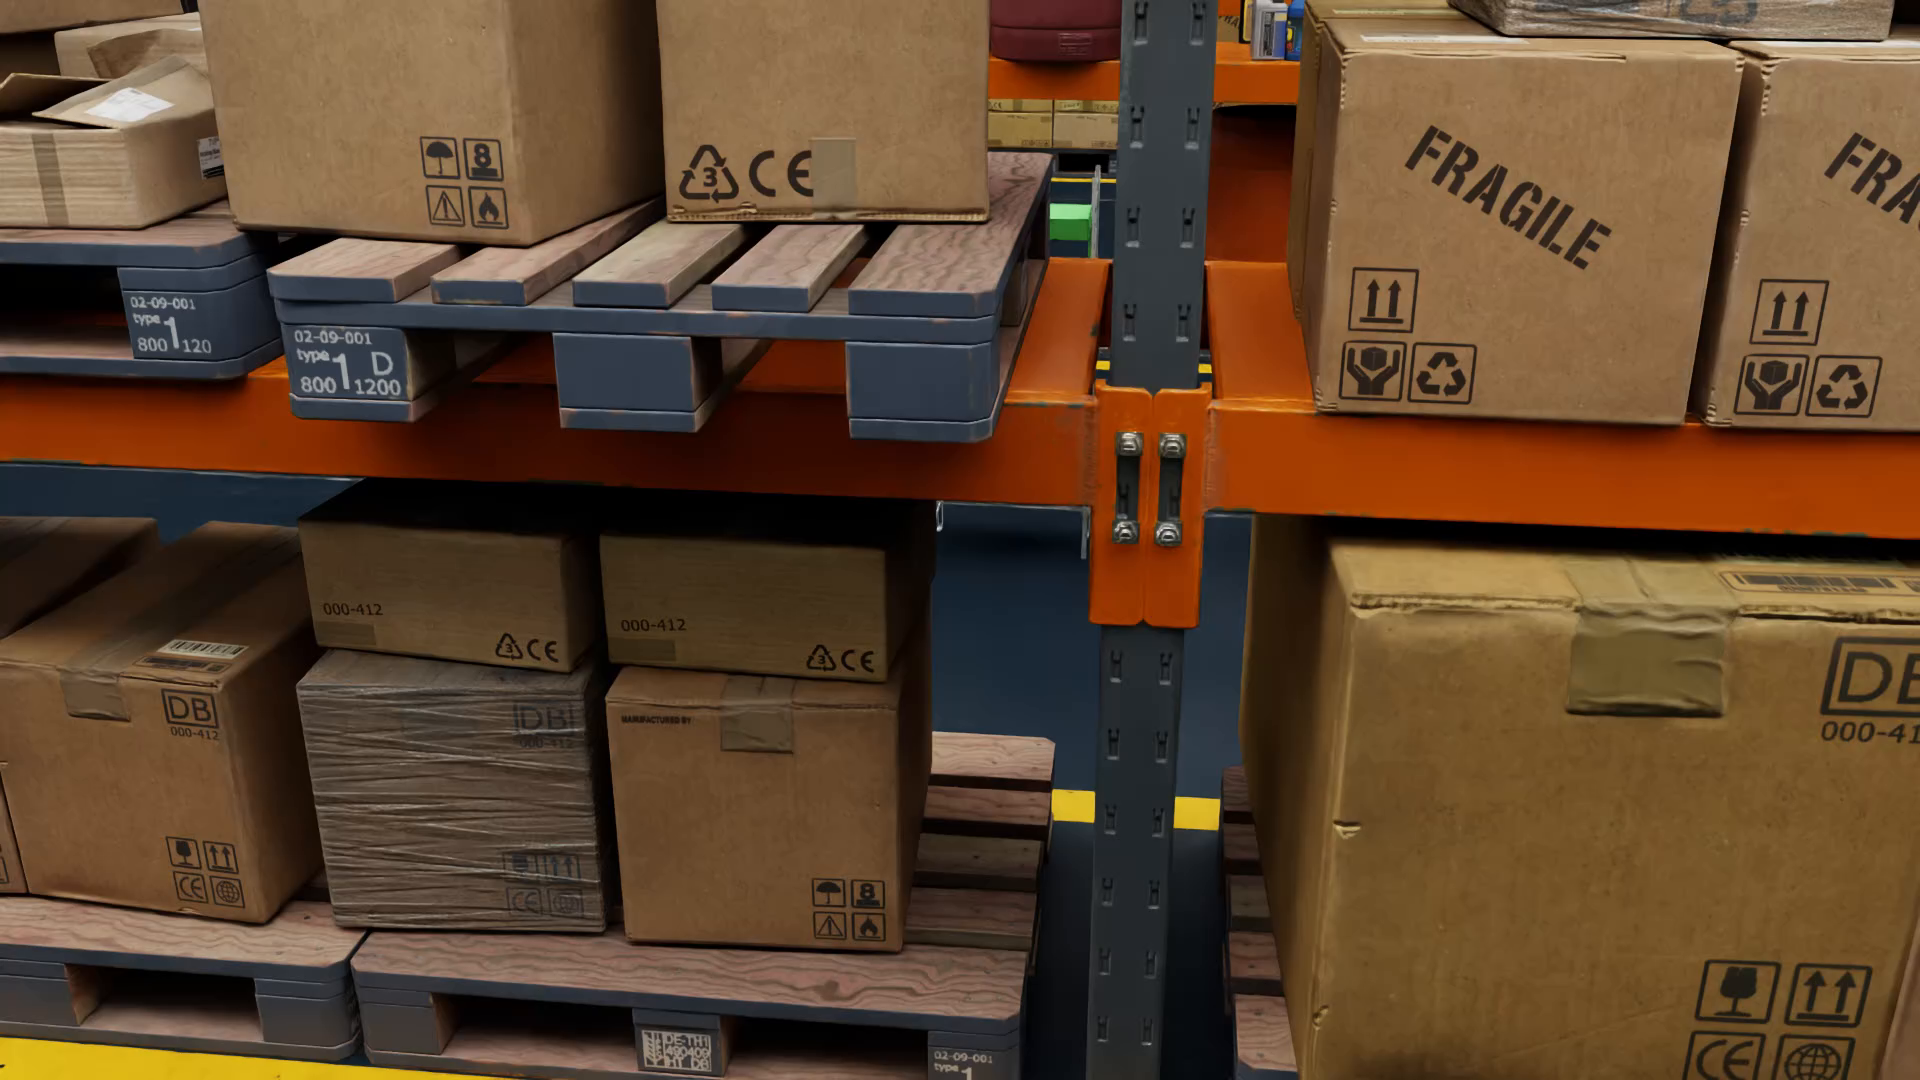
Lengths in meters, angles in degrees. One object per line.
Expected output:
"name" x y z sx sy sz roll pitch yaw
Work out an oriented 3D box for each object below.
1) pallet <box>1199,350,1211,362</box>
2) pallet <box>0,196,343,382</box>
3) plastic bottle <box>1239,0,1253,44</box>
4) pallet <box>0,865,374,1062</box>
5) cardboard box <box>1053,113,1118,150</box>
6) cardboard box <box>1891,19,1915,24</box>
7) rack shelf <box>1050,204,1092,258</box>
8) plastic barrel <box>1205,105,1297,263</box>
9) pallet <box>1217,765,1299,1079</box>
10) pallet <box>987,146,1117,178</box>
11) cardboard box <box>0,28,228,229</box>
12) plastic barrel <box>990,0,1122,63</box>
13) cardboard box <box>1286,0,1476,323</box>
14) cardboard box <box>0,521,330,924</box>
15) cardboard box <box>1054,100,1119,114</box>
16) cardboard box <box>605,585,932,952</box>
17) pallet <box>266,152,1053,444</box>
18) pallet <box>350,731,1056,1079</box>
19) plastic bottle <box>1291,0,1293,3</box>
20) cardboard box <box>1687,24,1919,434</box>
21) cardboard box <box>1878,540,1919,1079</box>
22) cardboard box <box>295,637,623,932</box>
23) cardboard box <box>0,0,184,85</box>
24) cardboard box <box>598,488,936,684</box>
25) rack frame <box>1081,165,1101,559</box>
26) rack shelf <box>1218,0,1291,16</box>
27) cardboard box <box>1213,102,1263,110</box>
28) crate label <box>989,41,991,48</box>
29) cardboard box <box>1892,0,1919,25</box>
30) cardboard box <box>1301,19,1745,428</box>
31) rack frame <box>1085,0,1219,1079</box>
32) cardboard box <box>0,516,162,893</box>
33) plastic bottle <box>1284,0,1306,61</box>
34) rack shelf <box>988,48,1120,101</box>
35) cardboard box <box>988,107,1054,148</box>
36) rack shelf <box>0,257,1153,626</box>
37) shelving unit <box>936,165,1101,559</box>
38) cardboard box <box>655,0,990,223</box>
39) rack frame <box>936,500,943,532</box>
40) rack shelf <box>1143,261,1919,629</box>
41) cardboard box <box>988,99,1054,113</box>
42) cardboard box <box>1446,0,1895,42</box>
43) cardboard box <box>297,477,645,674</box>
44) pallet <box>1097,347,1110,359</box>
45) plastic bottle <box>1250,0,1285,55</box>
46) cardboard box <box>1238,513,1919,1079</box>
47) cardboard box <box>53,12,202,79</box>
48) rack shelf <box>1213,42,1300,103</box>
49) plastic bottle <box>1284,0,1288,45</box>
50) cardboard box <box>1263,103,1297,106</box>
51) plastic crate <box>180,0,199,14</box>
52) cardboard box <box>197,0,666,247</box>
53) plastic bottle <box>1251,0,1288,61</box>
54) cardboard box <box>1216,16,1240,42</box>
"pallet" 1.707 -1.056 7.823 1.213 0.211 1.003 2 22 6
"pallet" -1.634 -0.545 2.998 1.213 0.211 1.003 2 22 6
"plastic bottle" 1.371 -2.455 7.729 0.133 0.283 0.061 2 22 6
"pallet" -1.648 0.646 3.519 1.213 0.211 1.003 2 22 6
"cardboard box" 0.954 -3.030 12.193 0.500 0.250 0.500 3 22 8
"cardboard box" 1.350 -0.655 2.881 0.500 0.500 0.500 2 22 6
"rack shelf" 0.164 -0.938 5.048 0.480 0.148 0.258 2 22 6
"plastic barrel" 1.407 -1.542 7.642 0.708 0.830 0.600 2 22 6
"pallet" 1.110 0.795 3.141 1.213 0.211 1.003 2 22 6
"pallet" 0.693 -2.933 12.571 1.213 0.211 1.003 2 22 6
"cardboard box" -1.352 -0.669 2.665 0.258 0.266 0.396 2 22 5
"plastic barrel" 0.423 -2.344 7.104 0.708 0.536 0.600 2 22 6
"cardboard box" 0.855 -0.679 2.940 0.500 0.500 0.500 3 22 8
"cardboard box" -1.448 0.332 3.322 0.500 0.500 0.700 4 22 11
"cardboard box" 0.957 -3.290 12.087 0.500 0.311 0.500 3 22 8
"cardboard box" -0.332 0.373 3.218 0.500 0.500 0.700 1 22 3
"pallet" -0.384 -0.466 2.799 1.003 0.211 1.213 2 22 6
"pallet" -0.440 0.699 3.384 1.213 0.211 1.003 2 22 6
"plastic bottle" 1.600 -2.445 7.704 0.133 0.283 0.061 2 22 6
"cardboard box" 1.299 -0.468 2.407 0.500 0.500 0.500 2 22 5
"cardboard box" 1.903 0.309 2.898 0.875 0.875 1.225 3 22 6
"cardboard box" -0.884 0.354 3.266 0.500 0.500 0.700 1 22 2
"cardboard box" -1.904 -0.938 3.021 0.637 0.503 0.797 5 22 12
"cardboard box" -0.333 0.028 3.070 0.500 0.250 0.500 3 22 8
"rack frame" 0.407 -0.540 5.174 0.015 1.200 0.240 2 22 6
"rack shelf" 3.492 -3.759 11.845 4.000 0.370 1.077 2 22 6
"cardboard box" 1.924 -3.098 11.997 0.500 0.500 0.500 3 22 9
"crate label" -0.036 -2.530 7.710 0.616 0.435 0.502 2 22 6
"cardboard box" 1.707 -1.009 2.412 0.637 0.503 0.797 3 22 8
"cardboard box" 0.787 -0.489 2.461 0.500 0.500 0.500 3 22 8
"rack frame" 0.336 -0.563 2.784 0.127 3.000 1.000 2 22 6
"cardboard box" -2.002 0.308 3.383 0.500 0.500 0.700 1 22 2
"plastic bottle" 1.423 -2.160 6.998 0.097 0.271 0.097 0 22 0
"rack shelf" -1.067 -2.123 7.709 4.000 0.370 1.077 2 22 6
"cardboard box" 0.442 -3.051 12.246 0.500 0.250 0.500 2 22 6
"rack shelf" -1.650 -0.315 3.135 4.000 0.370 1.077 2 22 6
"shelving unit" 0.164 -0.551 5.201 0.503 1.200 0.258 2 22 6
"cardboard box" -0.205 -0.814 2.711 0.500 0.500 0.500 0 22 0
"rack frame" -0.078 -0.561 5.228 0.015 1.200 0.240 2 22 6
"rack shelf" 2.322 -0.142 2.697 4.000 0.370 1.077 2 22 6
"cardboard box" 0.440 -3.310 12.138 0.500 0.311 0.500 2 22 5
"cardboard box" 1.060 -1.038 2.486 0.637 0.503 0.797 3 22 8
"cardboard box" -0.861 0.009 3.119 0.500 0.250 0.500 5 22 12
"pallet" 0.154 -1.122 7.991 1.213 0.211 1.003 2 22 6
"plastic bottle" 1.329 -2.232 7.176 0.135 0.276 0.152 2 22 6
"cardboard box" 1.019 0.267 3.003 0.875 0.875 1.225 2 22 4
"cardboard box" -1.301 -0.845 3.130 0.500 0.250 0.500 2 22 5
"rack shelf" 2.905 -1.950 7.271 4.000 0.370 1.077 2 22 6
"plastic bottle" 1.483 -2.406 7.715 0.097 0.201 0.097 0 22 0
"cardboard box" 2.445 -3.077 11.945 0.500 0.500 0.500 2 22 4
"plastic crate" -3.558 -2.585 7.982 0.504 0.338 0.767 2 22 6
"cardboard box" -0.771 -0.801 2.679 0.500 0.500 0.700 6 22 14
"plastic bottle" 1.311 -2.177 7.035 0.135 0.276 0.152 2 22 6
"cardboard box" 2.800 -5.104 16.624 0.750 0.750 0.750 2 22 6
